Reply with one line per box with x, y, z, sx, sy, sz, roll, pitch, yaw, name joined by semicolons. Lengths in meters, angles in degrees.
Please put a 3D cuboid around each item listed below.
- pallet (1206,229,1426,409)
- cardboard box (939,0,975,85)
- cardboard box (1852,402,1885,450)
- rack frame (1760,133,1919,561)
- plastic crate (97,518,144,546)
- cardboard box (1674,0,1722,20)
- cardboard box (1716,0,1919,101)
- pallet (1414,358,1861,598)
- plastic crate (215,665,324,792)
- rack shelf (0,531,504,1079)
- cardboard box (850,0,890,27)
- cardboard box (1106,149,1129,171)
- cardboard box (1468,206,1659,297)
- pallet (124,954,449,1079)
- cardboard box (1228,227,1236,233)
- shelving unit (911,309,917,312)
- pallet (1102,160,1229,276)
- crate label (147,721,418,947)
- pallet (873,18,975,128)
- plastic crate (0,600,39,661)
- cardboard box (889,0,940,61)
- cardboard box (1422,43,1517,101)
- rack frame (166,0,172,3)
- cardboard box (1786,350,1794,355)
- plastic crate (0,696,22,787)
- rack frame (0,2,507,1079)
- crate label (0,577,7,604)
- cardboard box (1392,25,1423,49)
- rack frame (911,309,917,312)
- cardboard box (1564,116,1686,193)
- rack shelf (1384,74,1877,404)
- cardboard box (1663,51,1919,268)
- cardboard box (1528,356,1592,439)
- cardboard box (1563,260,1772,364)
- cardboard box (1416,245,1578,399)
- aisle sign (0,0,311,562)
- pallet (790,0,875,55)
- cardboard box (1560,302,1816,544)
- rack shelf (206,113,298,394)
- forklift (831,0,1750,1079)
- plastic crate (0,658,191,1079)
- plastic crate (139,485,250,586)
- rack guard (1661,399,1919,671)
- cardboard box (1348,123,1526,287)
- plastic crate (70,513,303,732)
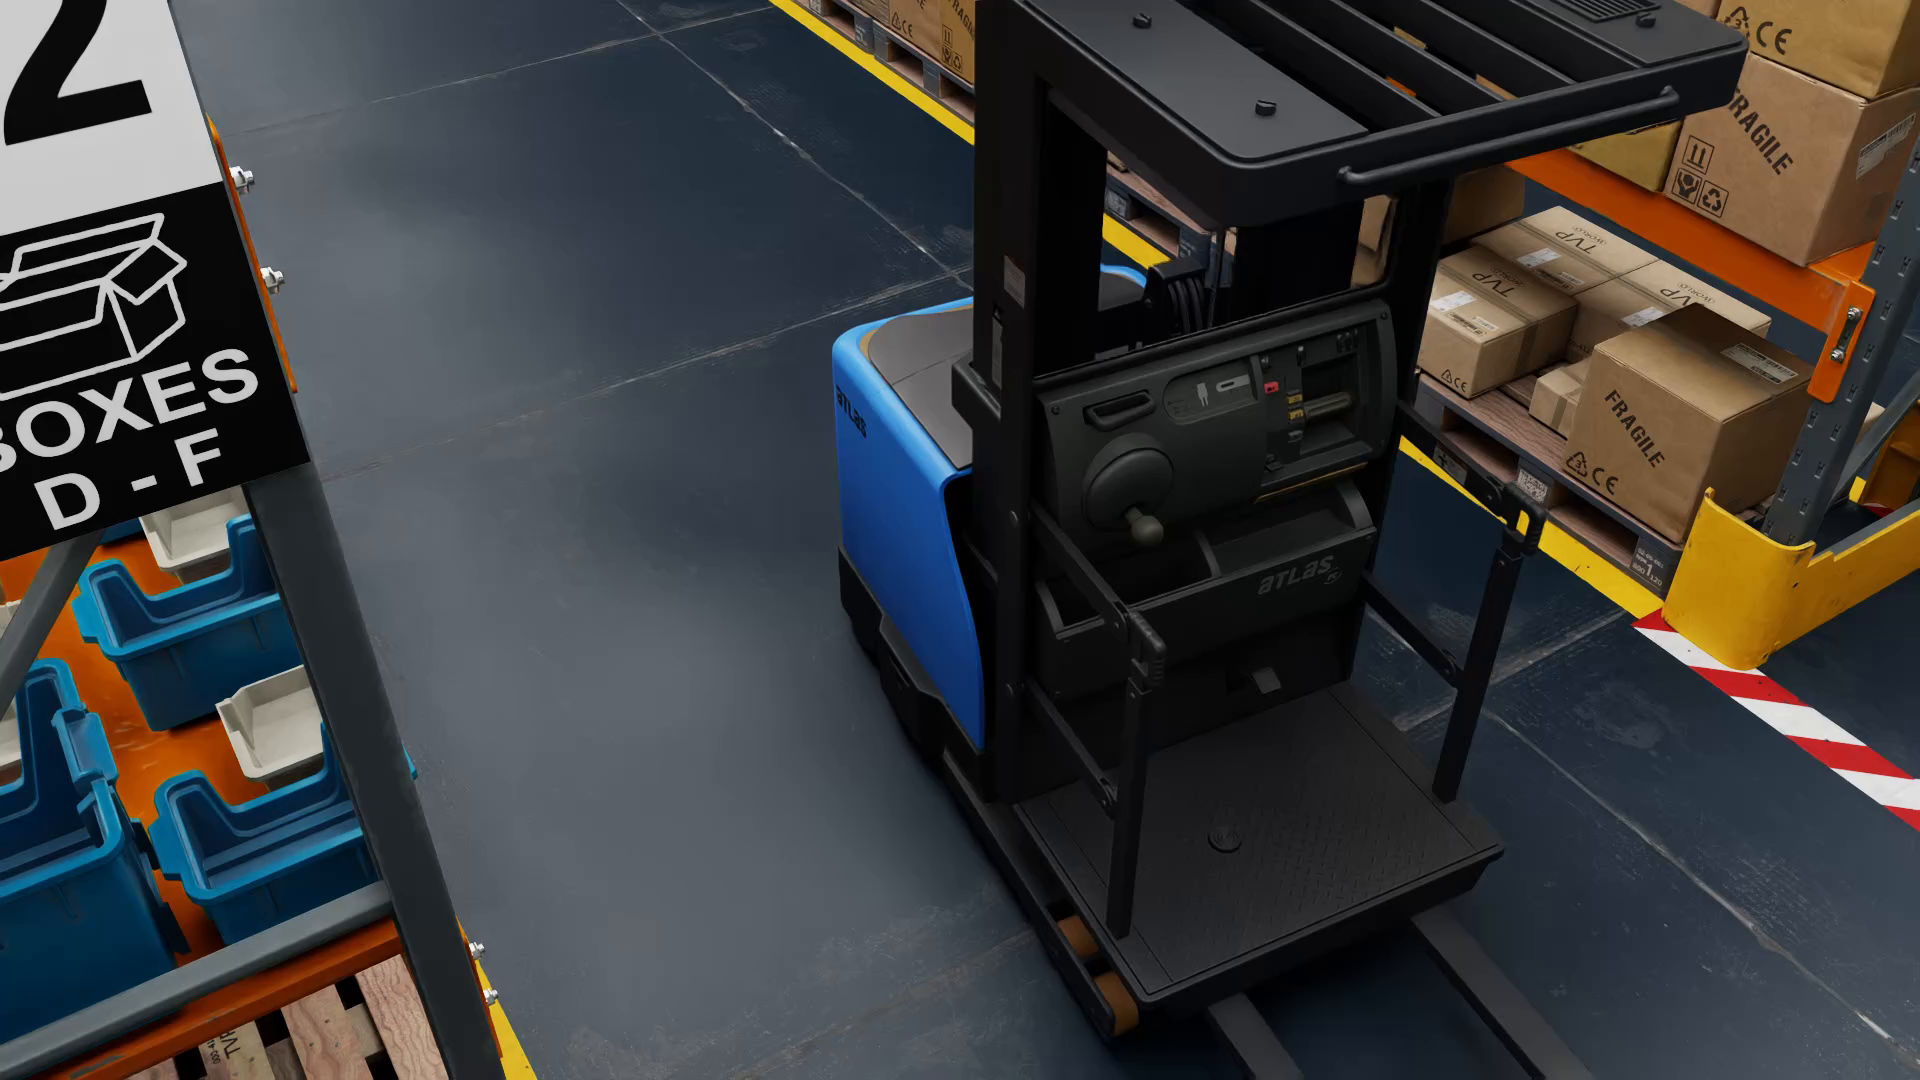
1.776;-1.033;6.825;1.003;0.211;1.213;-22;45;-24;pallet
0.241;-2.511;8.029;0.500;0.500;0.500;-22;45;-25;cardboard box
2.963;-0.394;5.763;0.380;0.149;0.250;-22;45;-24;cardboard box
2.898;-0.976;4.578;1.000;3.000;0.127;-22;45;-24;rack frame
-1.843;-0.189;3.717;0.416;0.233;0.300;-22;45;-24;plastic crate
2.155;-1.816;4.727;0.500;0.500;0.500;-21;44;-23;cardboard box
2.427;-1.544;4.400;0.500;0.500;0.500;-23;45;-25;cardboard box
2.428;-0.375;6.036;1.003;0.211;1.213;-22;45;-24;pallet
-1.238;0.357;3.137;0.250;0.136;0.298;-22;45;-24;plastic crate
-2.355;-0.076;4.060;1.077;0.370;4.000;-22;45;-24;rack shelf
-0.287;-3.052;8.678;0.500;0.500;0.500;-22;44;-24;cardboard box
0.791;-1.970;7.527;0.500;0.311;0.500;-22;45;-24;cardboard box
2.308;-1.019;6.434;0.500;0.250;0.500;-22;45;-24;cardboard box
-1.691;1.340;3.977;1.003;0.211;1.213;-22;45;-24;pallet
1.264;-1.451;7.018;0.380;0.166;0.250;-22;45;-24;cardboard box
0.001;-0.349;5.466;0.258;0.900;0.210;-18;43;-21;shelving unit
1.116;-1.692;7.616;1.003;0.211;1.213;-22;45;-24;pallet
-1.135;0.522;2.864;0.416;0.233;0.303;-22;45;-24;crate label
0.278;-2.489;8.573;1.003;0.211;1.213;-22;45;-24;pallet
-2.015;0.266;3.246;0.396;0.136;0.243;-22;45;-24;plastic crate
-0.018;-2.781;8.353;0.500;0.500;0.500;-22;45;-24;cardboard box
1.883;-1.712;5.384;0.500;0.500;0.500;-22;45;-24;cardboard box
-1.280;-1.577;0.614;1.000;3.000;0.127;-22;45;-24;rack frame
2.829;-0.536;5.919;0.380;0.166;0.250;-22;45;-24;cardboard box
-1.871;0.428;3.053;0.396;0.136;0.243;-22;45;-24;plastic crate
-1.280;0.727;2.534;1.000;3.000;0.127;-22;45;-24;rack frame
-2.185;0.124;3.417;0.396;0.136;0.243;-22;45;-24;crate label
1.612;-1.984;5.710;0.500;0.500;0.500;-23;45;-25;cardboard box
-0.046;-0.407;5.535;0.240;0.900;0.006;-18;43;-21;rack frame
2.146;-1.441;5.058;0.500;0.500;0.500;-22;45;-24;cardboard box
1.823;-1.779;6.104;1.077;0.370;4.000;-22;45;-24;rack shelf
2.428;-1.162;4.723;0.500;0.500;0.500;-21;44;-23;cardboard box
2.256;-0.515;5.894;0.380;0.166;0.250;-22;45;-24;cardboard box
2.576;-0.749;6.110;0.500;0.250;0.500;-22;45;-24;cardboard box
1.913;-0.820;6.195;0.500;0.250;0.500;-22;45;-24;cardboard box
-0.991;-0.335;1.778;0.394;0.787;0.004;-22;45;-24;aisle sign
-0.382;-3.149;9.364;1.003;0.211;1.213;-22;45;-24;pallet
2.398;-0.393;5.488;0.500;0.500;0.500;-22;45;-24;cardboard box
-2.355;-1.228;3.100;1.077;0.370;4.000;-22;45;-24;rack shelf
0.711;-0.190;3.689;1.130;2.935;3.031;-17;43;-20;forklift
-1.617;0.574;2.643;0.616;0.435;0.499;-22;45;-24;plastic crate
-1.603;-0.009;3.577;0.250;0.136;0.298;-22;45;-24;plastic crate
2.858;-0.056;5.427;1.175;0.500;0.348;-22;45;-24;rack guard
1.762;-1.332;6.612;0.797;0.503;0.637;-22;45;-24;cardboard box
-1.489;0.167;3.291;0.416;0.233;0.300;-22;45;-24;plastic crate
